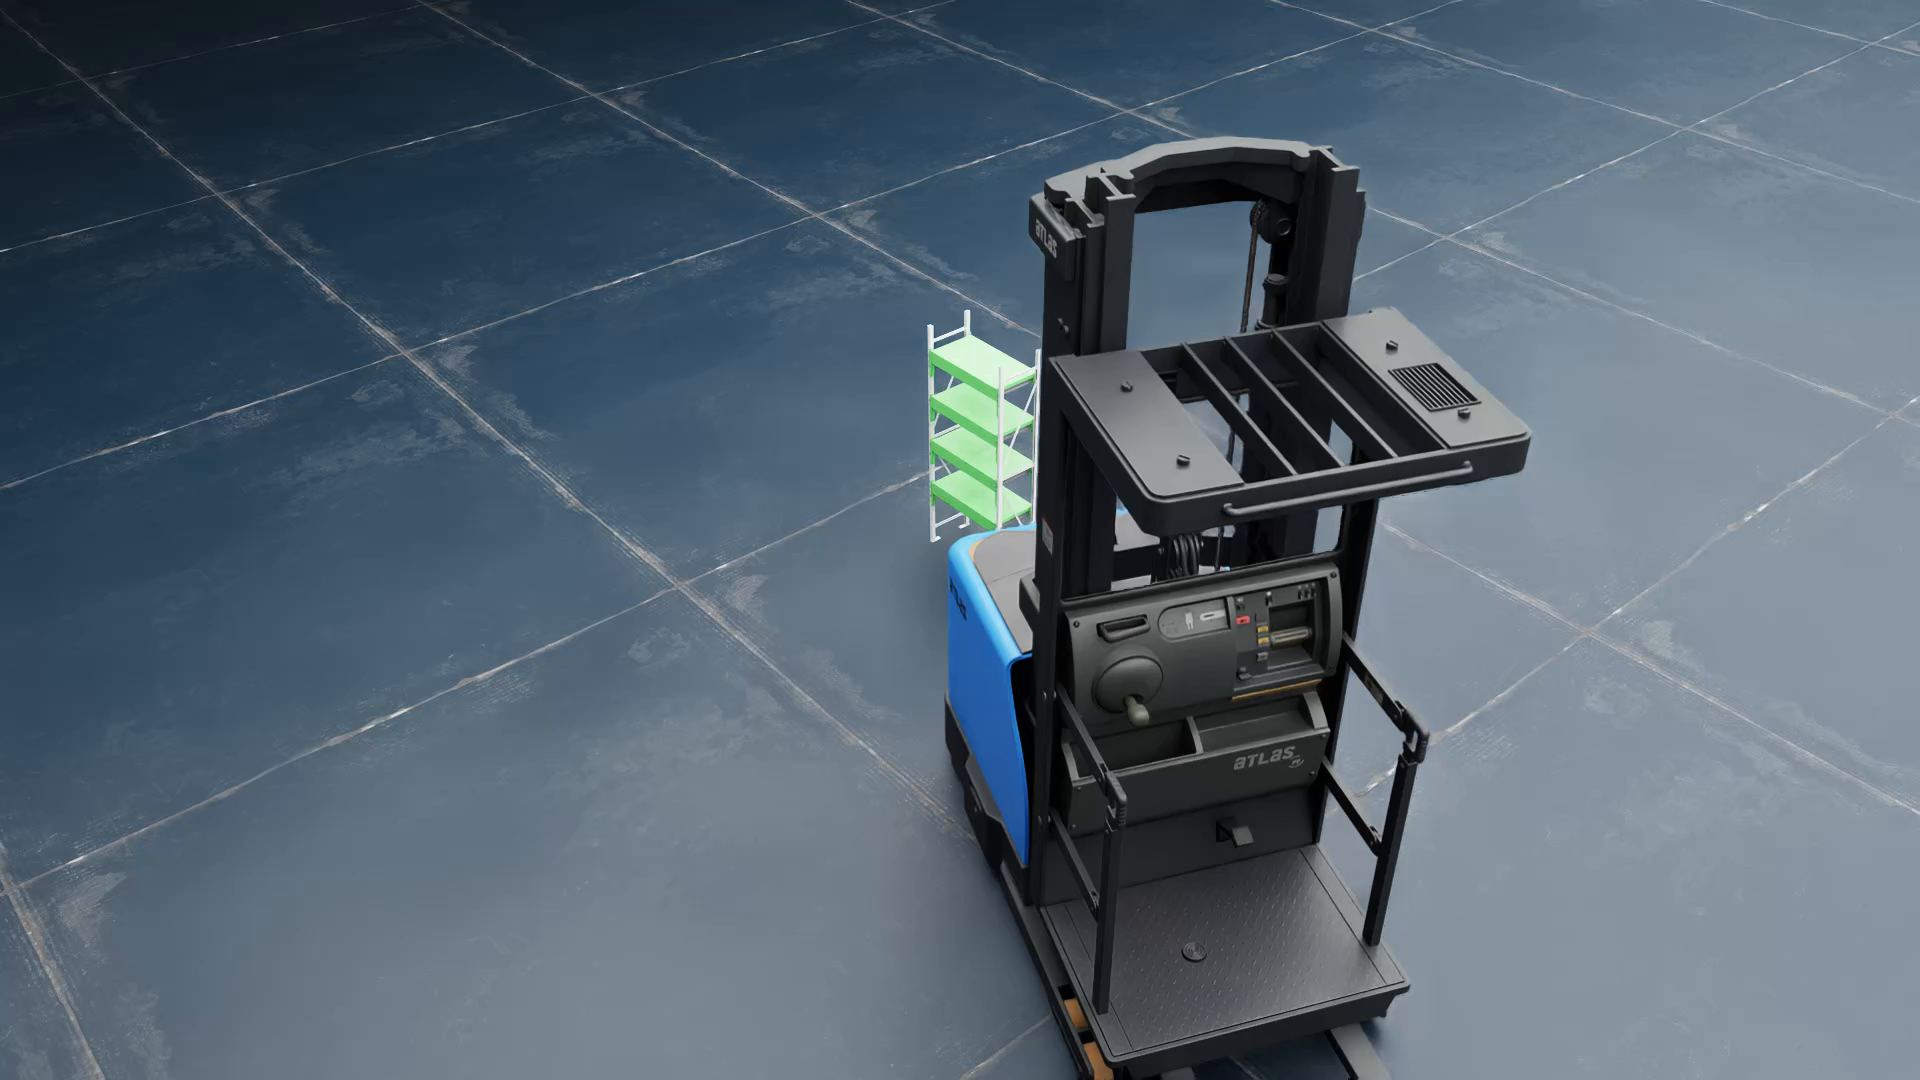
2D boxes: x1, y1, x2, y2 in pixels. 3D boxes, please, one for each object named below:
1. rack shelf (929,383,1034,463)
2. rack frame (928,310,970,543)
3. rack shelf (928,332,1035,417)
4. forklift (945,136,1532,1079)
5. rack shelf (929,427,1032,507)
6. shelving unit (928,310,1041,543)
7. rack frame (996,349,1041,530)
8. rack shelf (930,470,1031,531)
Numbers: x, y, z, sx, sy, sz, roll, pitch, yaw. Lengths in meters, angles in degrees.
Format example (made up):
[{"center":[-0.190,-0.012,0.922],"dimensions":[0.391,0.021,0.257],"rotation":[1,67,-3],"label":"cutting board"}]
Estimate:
[{"center":[0.107,-0.560,7.698],"dimensions":[0.258,0.148,0.480],"rotation":[-26,43,-32],"label":"rack shelf"},{"center":[-0.051,-0.524,7.952],"dimensions":[0.240,1.200,0.015],"rotation":[-26,43,-32],"label":"rack frame"},{"center":[0.107,-0.756,7.560],"dimensions":[0.258,0.148,0.480],"rotation":[-26,43,-32],"label":"rack shelf"},{"center":[0.854,0.404,5.144],"dimensions":[1.130,2.935,3.031],"rotation":[-10,37,-14],"label":"forklift"},{"center":[0.107,-0.364,7.837],"dimensions":[0.258,0.148,0.480],"rotation":[-26,43,-32],"label":"rack shelf"},{"center":[0.107,-0.417,7.800],"dimensions":[0.258,1.200,0.503],"rotation":[-26,43,-32],"label":"shelving unit"},{"center":[0.264,-0.309,7.648],"dimensions":[0.240,1.200,0.015],"rotation":[-26,43,-32],"label":"rack frame"},{"center":[0.107,-0.169,7.976],"dimensions":[0.258,0.148,0.480],"rotation":[-26,43,-32],"label":"rack shelf"}]
